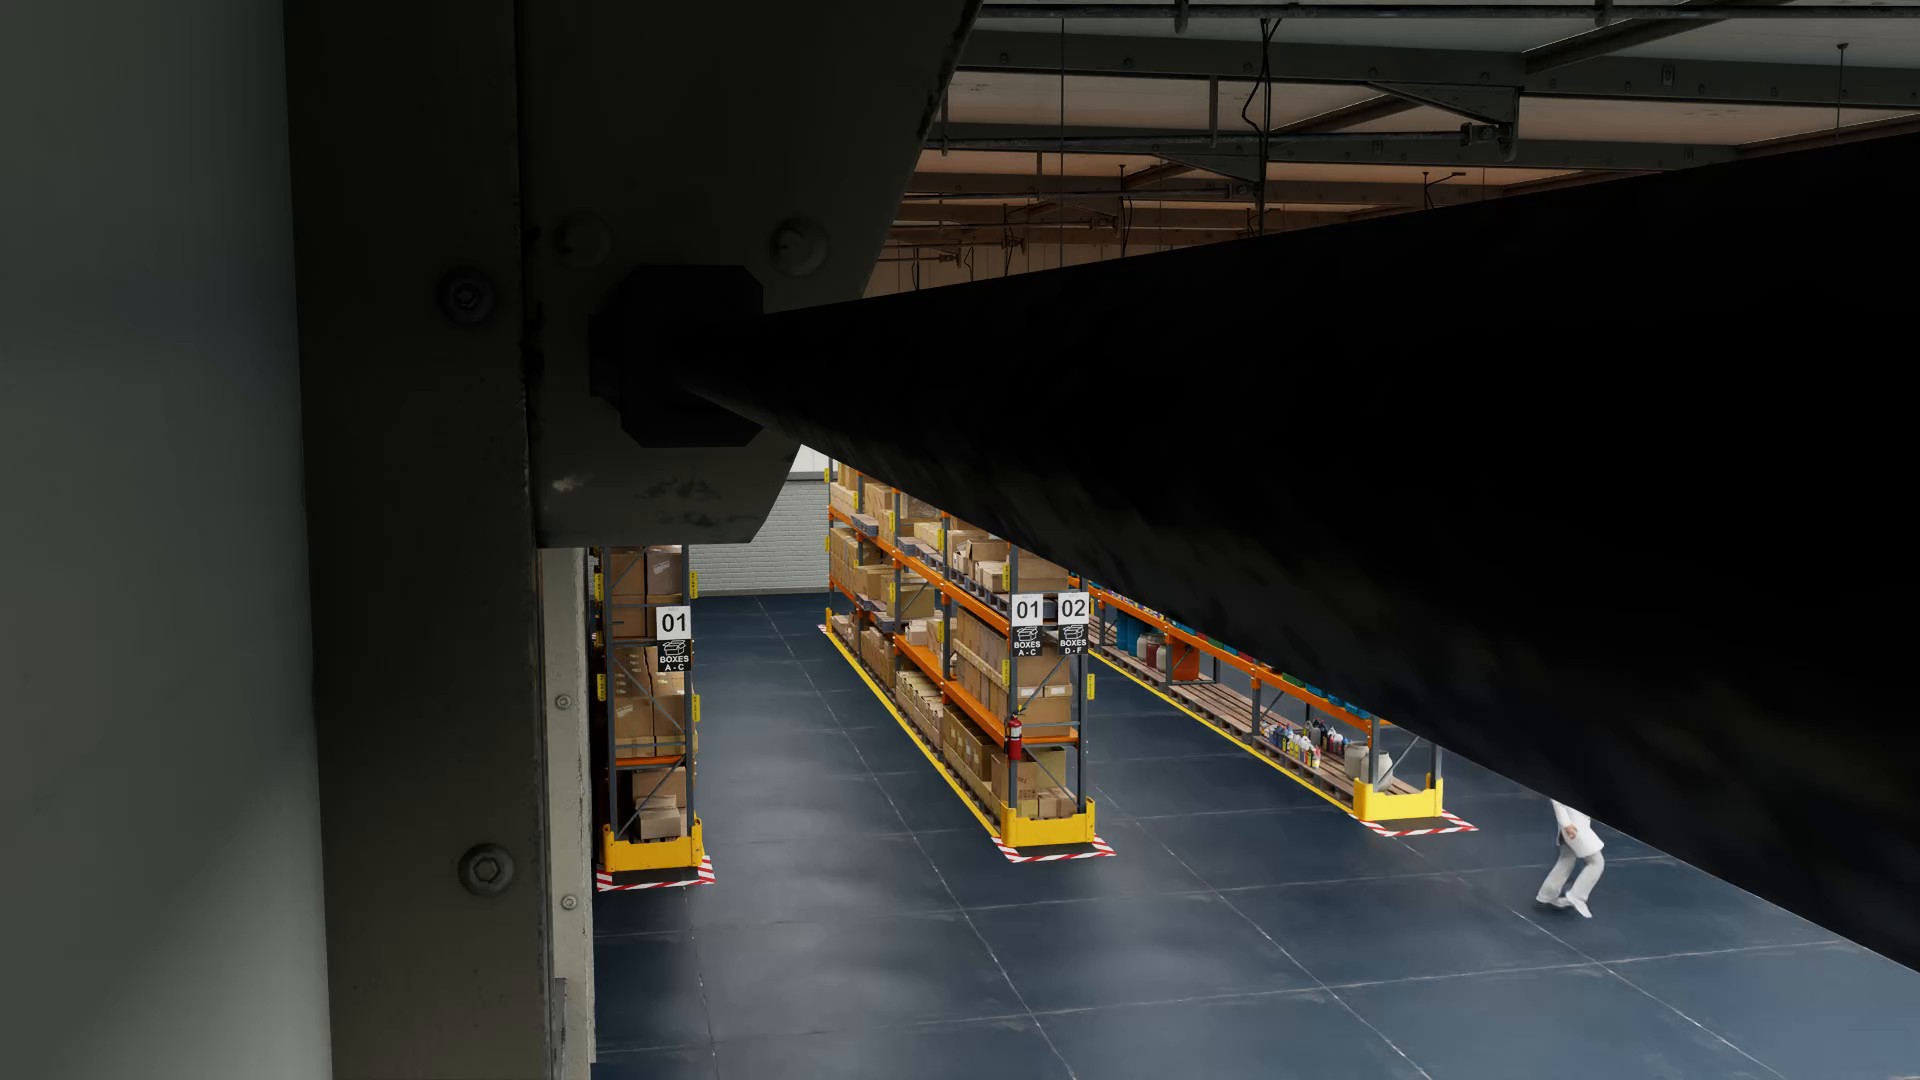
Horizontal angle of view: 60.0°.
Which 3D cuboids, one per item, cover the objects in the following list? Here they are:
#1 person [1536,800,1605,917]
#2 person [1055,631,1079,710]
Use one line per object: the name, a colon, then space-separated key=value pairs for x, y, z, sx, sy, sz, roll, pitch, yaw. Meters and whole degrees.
person: x=6.865 y=3.278 z=18.506 sx=0.808 sy=1.822 sz=0.693 roll=1 pitch=7 yaw=12
person: x=1.890 y=2.054 z=28.966 sx=0.560 sy=1.754 sz=0.728 roll=-2 pitch=7 yaw=-17
